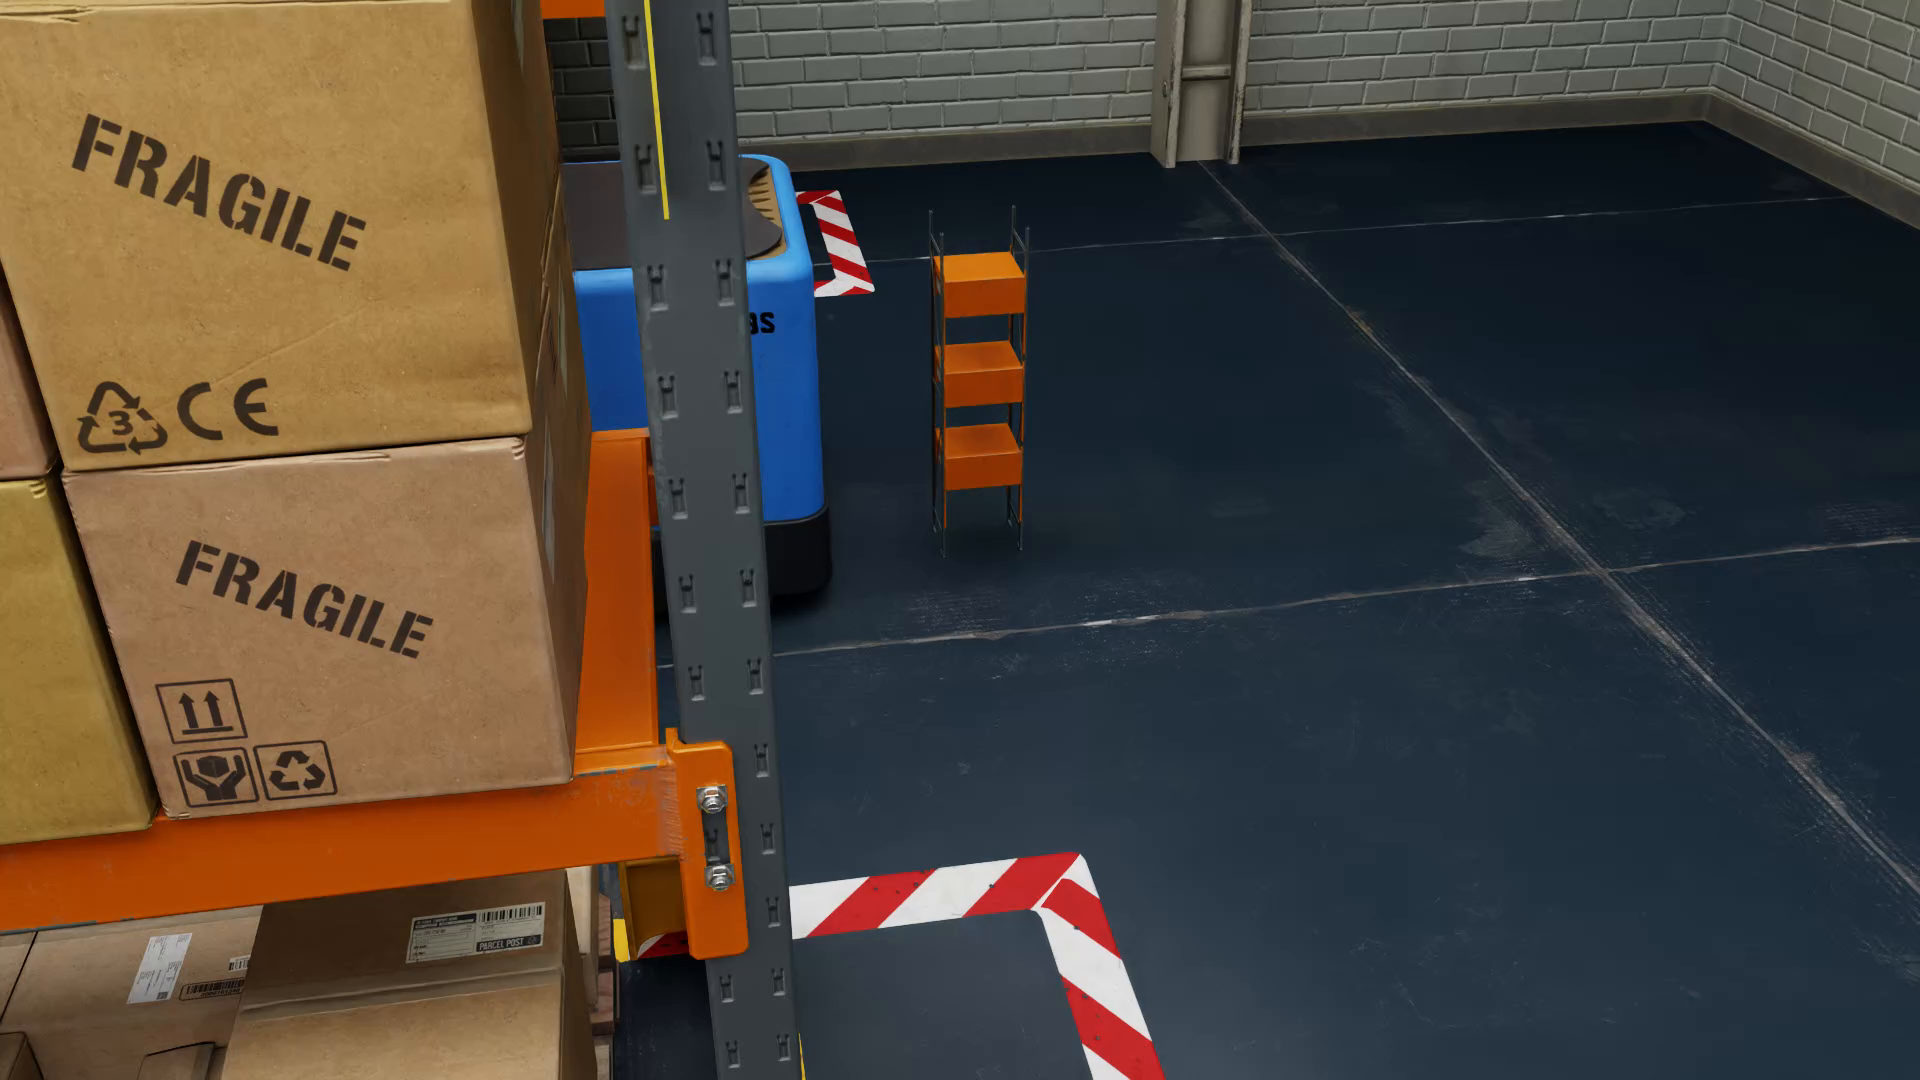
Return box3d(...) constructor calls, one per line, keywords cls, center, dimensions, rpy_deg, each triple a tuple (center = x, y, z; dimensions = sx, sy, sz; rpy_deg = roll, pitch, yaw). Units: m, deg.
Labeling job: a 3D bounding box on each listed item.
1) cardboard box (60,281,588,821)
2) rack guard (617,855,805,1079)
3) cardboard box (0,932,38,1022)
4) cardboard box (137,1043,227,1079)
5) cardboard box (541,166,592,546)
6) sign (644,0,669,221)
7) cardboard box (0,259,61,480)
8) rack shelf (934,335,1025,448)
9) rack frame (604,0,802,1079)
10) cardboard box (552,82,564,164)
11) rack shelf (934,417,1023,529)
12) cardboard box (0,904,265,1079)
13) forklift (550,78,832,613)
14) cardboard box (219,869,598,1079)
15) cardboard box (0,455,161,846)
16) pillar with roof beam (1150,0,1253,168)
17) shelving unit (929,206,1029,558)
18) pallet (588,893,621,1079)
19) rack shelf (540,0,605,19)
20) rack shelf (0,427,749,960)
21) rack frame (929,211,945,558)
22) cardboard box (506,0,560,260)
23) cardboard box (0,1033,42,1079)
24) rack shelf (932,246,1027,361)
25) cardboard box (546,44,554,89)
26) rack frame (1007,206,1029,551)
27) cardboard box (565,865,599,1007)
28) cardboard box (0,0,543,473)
box3d(cls="cardboard box", center=(-0.783, -0.004, 2.198), dimensions=(0.500, 0.500, 0.500), rpy_deg=(-4, 31, -7))
box3d(cls="rack guard", center=(-0.466, 0.947, 3.146), dimensions=(0.348, 0.500, 1.175), rpy_deg=(-5, 31, -9))
box3d(cls="cardboard box", center=(-1.961, 0.858, 3.110), dimensions=(0.500, 0.250, 0.500), rpy_deg=(-5, 31, -9))
box3d(cls="cardboard box", center=(-1.297, 1.059, 2.851), dimensions=(0.250, 0.166, 0.380), rpy_deg=(-5, 31, -9))
box3d(cls="cardboard box", center=(-0.876, -0.271, 2.653), dimensions=(0.500, 0.500, 0.500), rpy_deg=(-5, 31, -8))
box3d(cls="sign", center=(-0.311, -0.494, 1.677), dimensions=(0.005, 0.325, 0.100), rpy_deg=(-5, 31, -9))
box3d(cls="cardboard box", center=(-1.277, -0.387, 1.864), dimensions=(0.500, 0.500, 0.500), rpy_deg=(-4, 31, -8))
box3d(cls="rack shelf", center=(0.053, -0.448, 4.998), dimensions=(0.240, 0.259, 0.215), rpy_deg=(-5, 31, -9))
box3d(cls="rack frame", center=(-0.392, -0.137, 2.524), dimensions=(0.127, 3.000, 1.000), rpy_deg=(-5, 31, -9))
box3d(cls="cardboard box", center=(-1.958, -1.596, 7.057), dimensions=(0.500, 0.500, 0.700), rpy_deg=(-5, 31, -9))
box3d(cls="rack shelf", center=(0.053, -0.209, 5.138), dimensions=(0.240, 0.259, 0.215), rpy_deg=(-5, 31, -9))
box3d(cls="cardboard box", center=(-1.469, 0.812, 3.188), dimensions=(0.500, 0.250, 0.500), rpy_deg=(-5, 31, -9))
box3d(cls="forklift", center=(-1.945, -1.192, 4.385), dimensions=(3.031, 2.935, 1.130), rpy_deg=(-5, 31, -8))
box3d(cls="cardboard box", center=(-0.882, 0.923, 2.753), dimensions=(0.500, 0.500, 0.500), rpy_deg=(-5, 31, -9))
box3d(cls="cardboard box", center=(-1.293, 0.045, 2.115), dimensions=(0.500, 0.500, 0.500), rpy_deg=(-5, 31, -8))
box3d(cls="pillar with roof beam", center=(1.988, -3.724, 2.705), dimensions=(0.400, 9.000, 9.100), rpy_deg=(-5, 31, -9))
box3d(cls="shelving unit", center=(0.053, -0.457, 4.992), dimensions=(0.252, 1.050, 0.215), rpy_deg=(-5, 31, -9))
box3d(cls="pallet", center=(-1.250, 1.145, 3.094), dimensions=(1.213, 0.211, 1.003), rpy_deg=(-5, 31, -9))
box3d(cls="rack shelf", center=(-3.255, -2.114, 6.595), dimensions=(4.000, 0.370, 1.077), rpy_deg=(-5, 31, -9))
box3d(cls="rack shelf", center=(-2.359, 0.356, 2.396), dimensions=(4.000, 0.370, 1.077), rpy_deg=(-5, 31, -9))
box3d(cls="rack frame", center=(-0.067, -0.446, 4.973), dimensions=(0.008, 1.050, 0.200), rpy_deg=(-5, 31, -9))
box3d(cls="cardboard box", center=(-0.876, -0.702, 2.400), dimensions=(0.500, 0.500, 0.500), rpy_deg=(-4, 31, -7))
box3d(cls="cardboard box", center=(-1.822, 1.103, 2.694), dimensions=(0.500, 0.250, 0.500), rpy_deg=(-5, 31, -9))
box3d(cls="rack shelf", center=(0.053, -0.693, 4.854), dimensions=(0.240, 0.259, 0.215), rpy_deg=(-5, 31, -9))
box3d(cls="cardboard box", center=(-1.871, -1.987, 7.082), dimensions=(0.250, 0.149, 0.380), rpy_deg=(-5, 31, -9))
box3d(cls="rack frame", center=(0.173, -0.469, 5.011), dimensions=(0.008, 1.050, 0.200), rpy_deg=(-5, 31, -9))
box3d(cls="cardboard box", center=(-0.865, 0.769, 3.361), dimensions=(0.250, 0.149, 0.380), rpy_deg=(-5, 31, -9))
box3d(cls="cardboard box", center=(-0.780, -0.433, 1.943), dimensions=(0.500, 0.500, 0.500), rpy_deg=(-6, 31, -9))
